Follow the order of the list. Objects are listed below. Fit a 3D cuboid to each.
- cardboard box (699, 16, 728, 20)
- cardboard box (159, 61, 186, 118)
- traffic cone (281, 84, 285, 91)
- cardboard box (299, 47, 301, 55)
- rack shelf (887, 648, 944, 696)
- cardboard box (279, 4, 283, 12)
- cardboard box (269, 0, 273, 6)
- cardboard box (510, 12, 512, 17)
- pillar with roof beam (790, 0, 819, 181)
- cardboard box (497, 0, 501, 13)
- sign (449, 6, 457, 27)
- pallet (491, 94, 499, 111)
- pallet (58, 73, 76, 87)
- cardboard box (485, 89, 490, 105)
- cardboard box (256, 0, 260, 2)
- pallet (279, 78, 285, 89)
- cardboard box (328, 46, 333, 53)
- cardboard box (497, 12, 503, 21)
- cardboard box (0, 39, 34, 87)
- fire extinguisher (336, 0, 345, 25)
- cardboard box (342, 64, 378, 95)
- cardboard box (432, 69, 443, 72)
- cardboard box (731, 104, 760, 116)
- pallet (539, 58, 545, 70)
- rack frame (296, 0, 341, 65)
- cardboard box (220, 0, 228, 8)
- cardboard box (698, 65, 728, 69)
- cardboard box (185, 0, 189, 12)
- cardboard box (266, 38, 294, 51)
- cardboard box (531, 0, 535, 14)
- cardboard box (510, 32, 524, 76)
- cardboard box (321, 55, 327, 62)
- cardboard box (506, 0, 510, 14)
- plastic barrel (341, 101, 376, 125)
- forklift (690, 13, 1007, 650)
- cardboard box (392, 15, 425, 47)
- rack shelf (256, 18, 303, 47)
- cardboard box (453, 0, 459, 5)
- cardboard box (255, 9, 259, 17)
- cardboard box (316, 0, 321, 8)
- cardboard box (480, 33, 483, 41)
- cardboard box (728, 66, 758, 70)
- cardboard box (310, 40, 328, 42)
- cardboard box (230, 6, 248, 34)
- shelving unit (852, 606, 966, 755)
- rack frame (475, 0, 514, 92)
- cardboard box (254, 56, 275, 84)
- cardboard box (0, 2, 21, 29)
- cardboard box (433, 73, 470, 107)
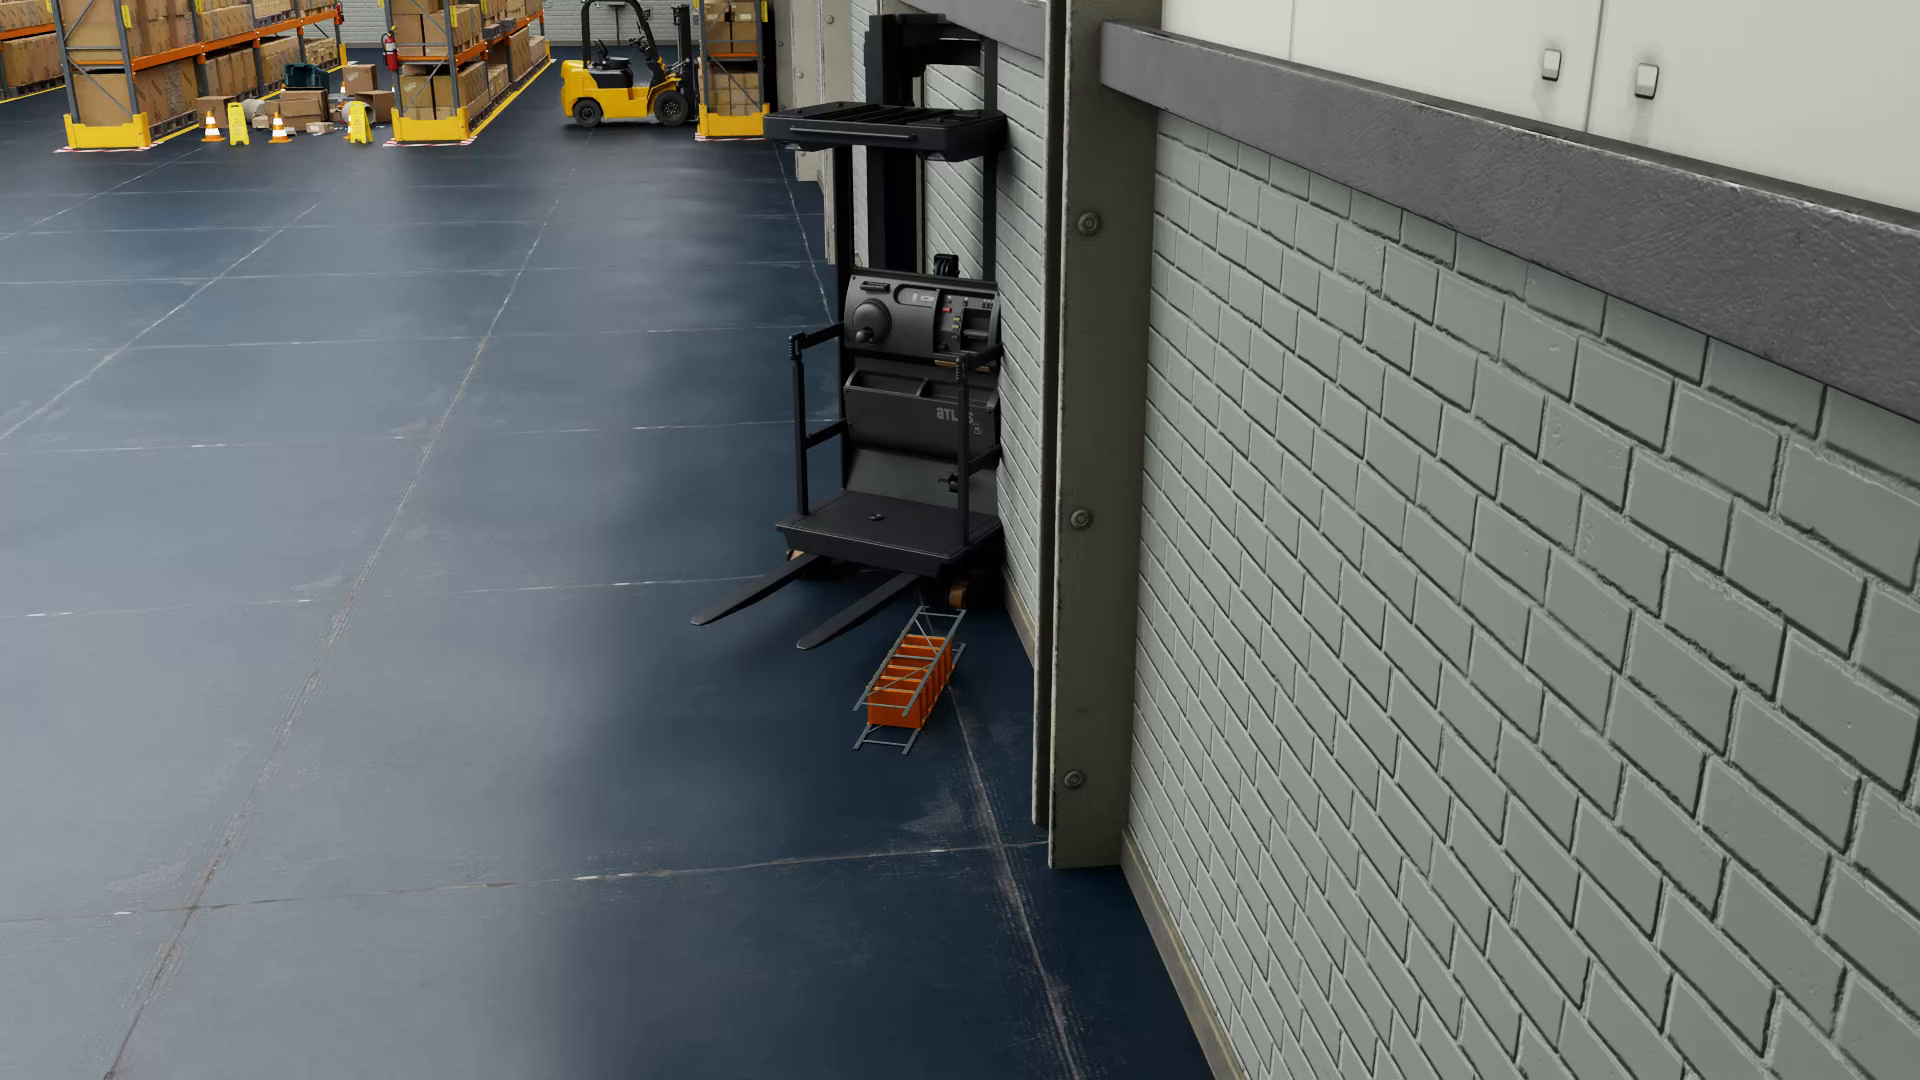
[{"bbox_3d":[-4.334,-8.982,29.334,0.500,0.500,0.500,-3,21,-7],"label":"cardboard box"},{"bbox_3d":[-13.997,-7.763,28.651,0.875,0.875,0.875,-3,21,-7],"label":"cardboard box"},{"bbox_3d":[-12.851,-8.447,31.672,0.336,0.463,0.334,-3,21,-8],"label":"traffic cone"},{"bbox_3d":[-15.150,-11.135,37.865,0.380,0.149,0.250,-2,21,-6],"label":"cardboard box"},{"bbox_3d":[-0.207,0.616,7.791,0.258,0.180,0.103,5,21,12],"label":"rack shelf"},{"bbox_3d":[-14.944,-11.554,36.121,0.380,0.149,0.250,-4,21,-11],"label":"cardboard box"},{"bbox_3d":[-14.830,-11.415,35.326,0.380,0.149,0.250,-2,21,-6],"label":"cardboard box"},{"bbox_3d":[-9.758,-11.054,35.238,0.500,0.250,0.500,-4,21,-9],"label":"cardboard box"},{"bbox_3d":[-6.384,-9.049,21.083,9.100,9.000,0.400,-3,21,-8],"label":"pillar with roof beam"},{"bbox_3d":[-9.345,-10.651,32.779,0.500,0.500,0.500,-4,21,-11],"label":"cardboard box"},{"bbox_3d":[-8.155,-8.428,26.757,0.100,0.325,0.005,-3,21,-8],"label":"sign"},{"bbox_3d":[-9.382,-8.343,31.752,1.003,0.211,1.213,-3,21,-8],"label":"pallet"},{"bbox_3d":[-20.042,-10.080,36.404,1.003,0.211,1.213,-3,21,-8],"label":"pallet"},{"bbox_3d":[-8.917,-8.097,30.439,0.500,0.250,0.500,-2,21,-5],"label":"cardboard box"},{"bbox_3d":[-14.676,-11.186,34.287,0.380,0.149,0.250,-3,21,-8],"label":"cardboard box"},{"bbox_3d":[-15.012,-9.866,35.830,1.003,0.211,1.213,-3,21,-8],"label":"pallet"},{"bbox_3d":[-15.447,-11.902,40.346,0.380,0.149,0.250,-4,21,-10],"label":"cardboard box"},{"bbox_3d":[-9.292,-10.386,32.995,0.380,0.149,0.250,-3,21,-7],"label":"cardboard box"},{"bbox_3d":[-19.730,-9.706,33.854,1.225,0.875,0.875,-4,21,-10],"label":"cardboard box"},{"bbox_3d":[-15.461,-13.150,41.279,0.296,0.674,0.183,-3,21,-8],"label":"fire extinguisher"},{"bbox_3d":[-11.025,-8.463,30.580,0.500,0.500,0.500,-3,21,-8],"label":"cardboard box"},{"bbox_3d":[-9.210,-7.875,28.771,0.500,0.500,0.500,-3,21,-9],"label":"cardboard box"},{"bbox_3d":[-3.658,-7.335,28.398,0.500,0.250,0.500,-3,21,-8],"label":"cardboard box"},{"bbox_3d":[-10.633,-11.534,40.296,1.003,0.211,1.213,-3,21,-8],"label":"pallet"},{"bbox_3d":[-15.882,-13.250,40.905,1.000,3.000,0.127,-3,21,-8],"label":"rack frame"},{"bbox_3d":[-14.523,-10.487,31.935,0.700,0.500,0.500,-3,21,-9],"label":"cardboard box"},{"bbox_3d":[-4.383,-8.294,29.536,0.500,0.250,0.500,-3,21,-9],"label":"cardboard box"},{"bbox_3d":[-14.133,-9.542,29.219,0.875,0.550,0.550,-3,21,-8],"label":"cardboard box"},{"bbox_3d":[-14.887,-10.818,36.295,0.500,0.250,0.500,-2,21,-5],"label":"cardboard box"},{"bbox_3d":[-10.364,-12.719,39.341,0.500,0.500,0.500,-3,21,-7],"label":"cardboard box"},{"bbox_3d":[-9.987,-10.519,36.028,0.875,0.875,0.875,-3,21,-7],"label":"cardboard box"},{"bbox_3d":[-15.343,-11.494,39.678,0.380,0.149,0.250,-3,21,-7],"label":"cardboard box"},{"bbox_3d":[-9.674,-11.117,34.693,0.500,0.250,0.500,-3,21,-8],"label":"cardboard box"},{"bbox_3d":[-10.488,-7.427,28.996,0.512,0.421,0.421,12,24,30],"label":"plastic barrel"},{"bbox_3d":[-0.296,-1.179,8.683,1.130,2.935,3.031,11,23,26],"label":"forklift"},{"bbox_3d":[-9.043,-8.355,27.231,0.500,0.500,0.500,-3,21,-9],"label":"cardboard box"},{"bbox_3d":[-15.017,-10.836,35.469,1.077,0.370,4.000,-3,21,-8],"label":"rack shelf"},{"bbox_3d":[-9.419,-9.871,29.861,0.700,0.500,0.500,-3,21,-8],"label":"cardboard box"},{"bbox_3d":[-14.632,-10.817,34.150,0.380,0.149,0.250,-2,21,-5],"label":"cardboard box"},{"bbox_3d":[-15.349,-12.767,39.043,0.500,0.500,0.500,-2,21,-5],"label":"cardboard box"},{"bbox_3d":[-8.920,-9.166,30.330,0.380,0.149,0.250,-3,21,-8],"label":"cardboard box"},{"bbox_3d":[-3.799,-8.146,29.140,0.500,0.250,0.500,-3,21,-8],"label":"cardboard box"},{"bbox_3d":[-15.438,-11.953,40.057,0.380,0.149,0.250,-4,21,-10],"label":"cardboard box"},{"bbox_3d":[-14.328,-10.212,32.628,0.500,0.500,0.500,-3,21,-8],"label":"cardboard box"},{"bbox_3d":[-0.217,0.631,7.750,0.258,0.189,1.200,5,21,12],"label":"shelving unit"},{"bbox_3d":[-9.845,-10.765,34.251,1.000,3.000,0.127,-3,21,-8],"label":"rack frame"},{"bbox_3d":[-14.578,-9.764,34.543,0.500,0.500,0.500,-4,21,-10],"label":"cardboard box"},{"bbox_3d":[-19.529,-10.672,33.860,0.500,0.500,0.500,-3,21,-9],"label":"cardboard box"},{"bbox_3d":[-8.538,-7.556,27.918,0.500,0.500,0.500,-4,21,-10],"label":"cardboard box"}]
